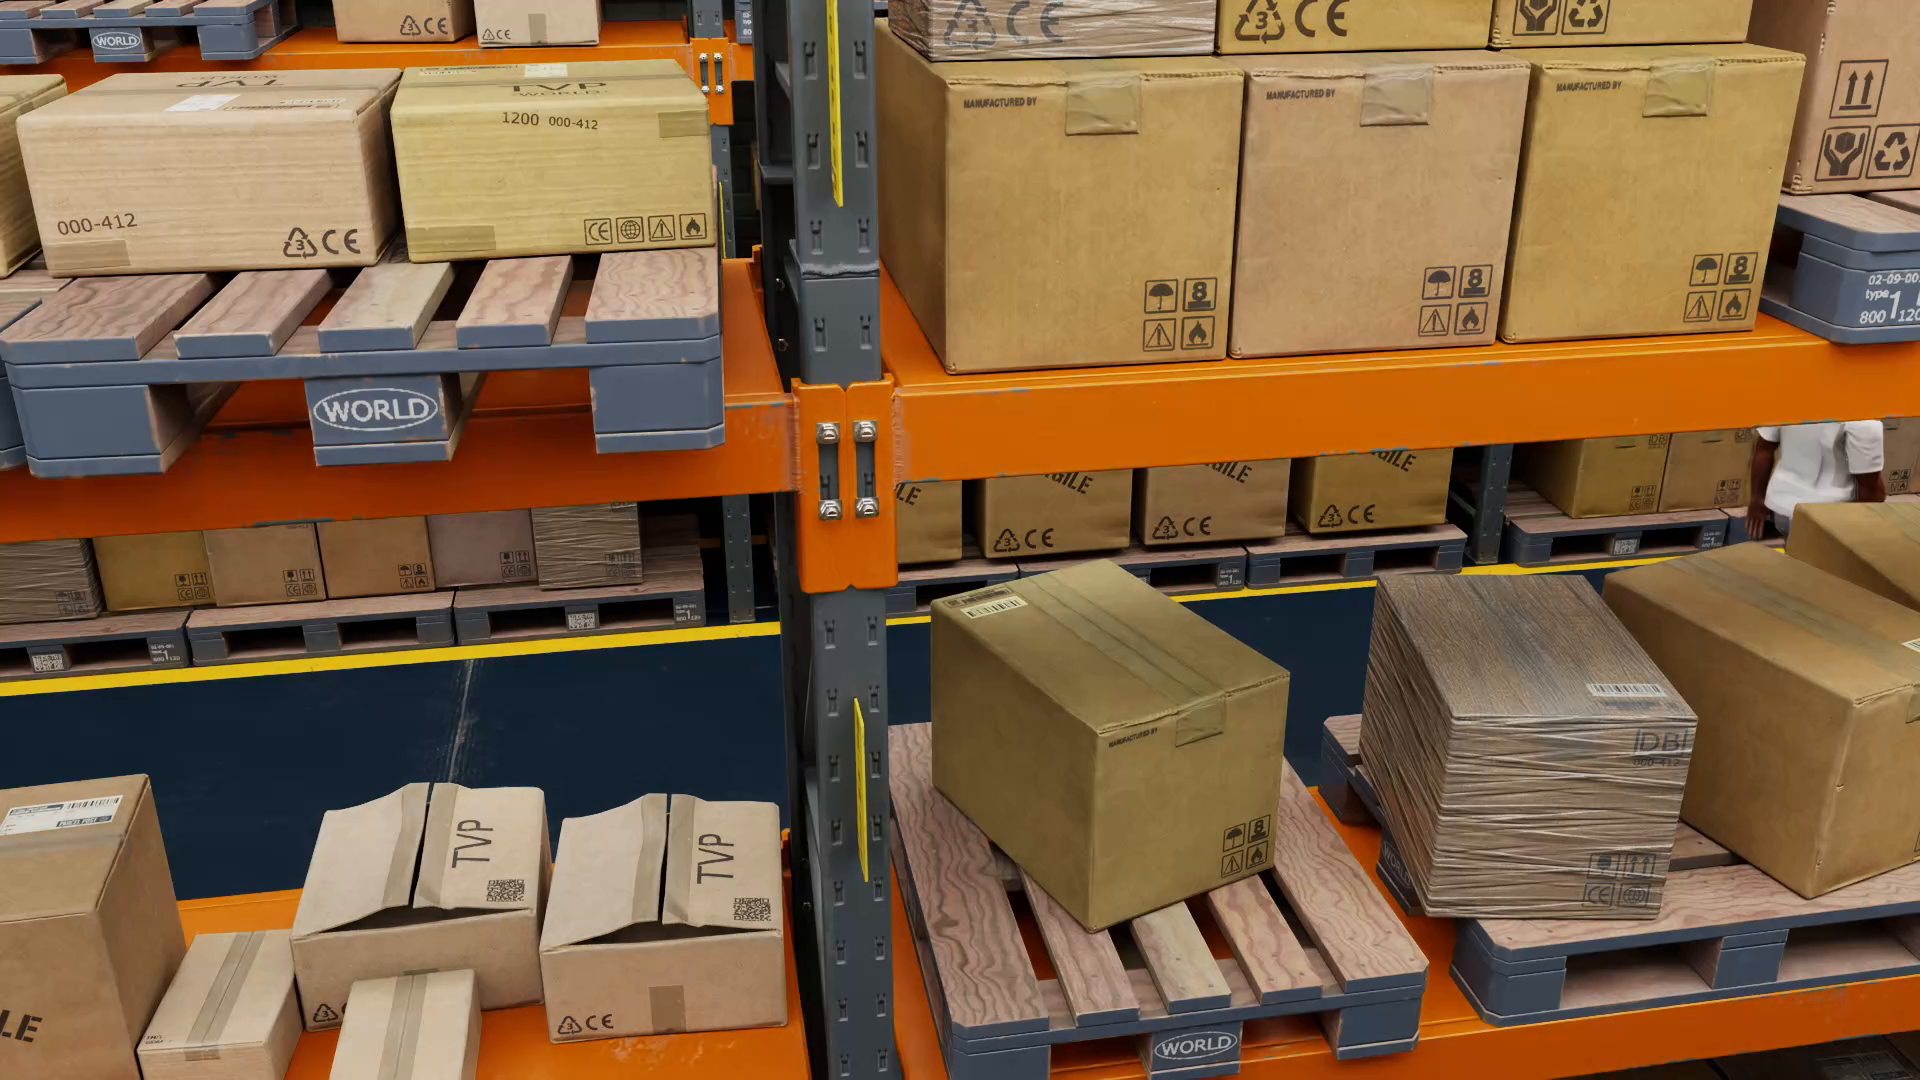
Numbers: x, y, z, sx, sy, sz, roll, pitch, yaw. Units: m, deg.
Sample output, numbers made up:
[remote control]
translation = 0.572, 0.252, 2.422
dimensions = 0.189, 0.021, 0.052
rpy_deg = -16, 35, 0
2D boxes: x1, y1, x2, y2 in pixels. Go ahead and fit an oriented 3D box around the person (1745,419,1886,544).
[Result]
[person]
translation = 3.768, -0.095, 7.293
dimensions = 0.497, 1.812, 0.567
rpy_deg = -6, 24, -14
